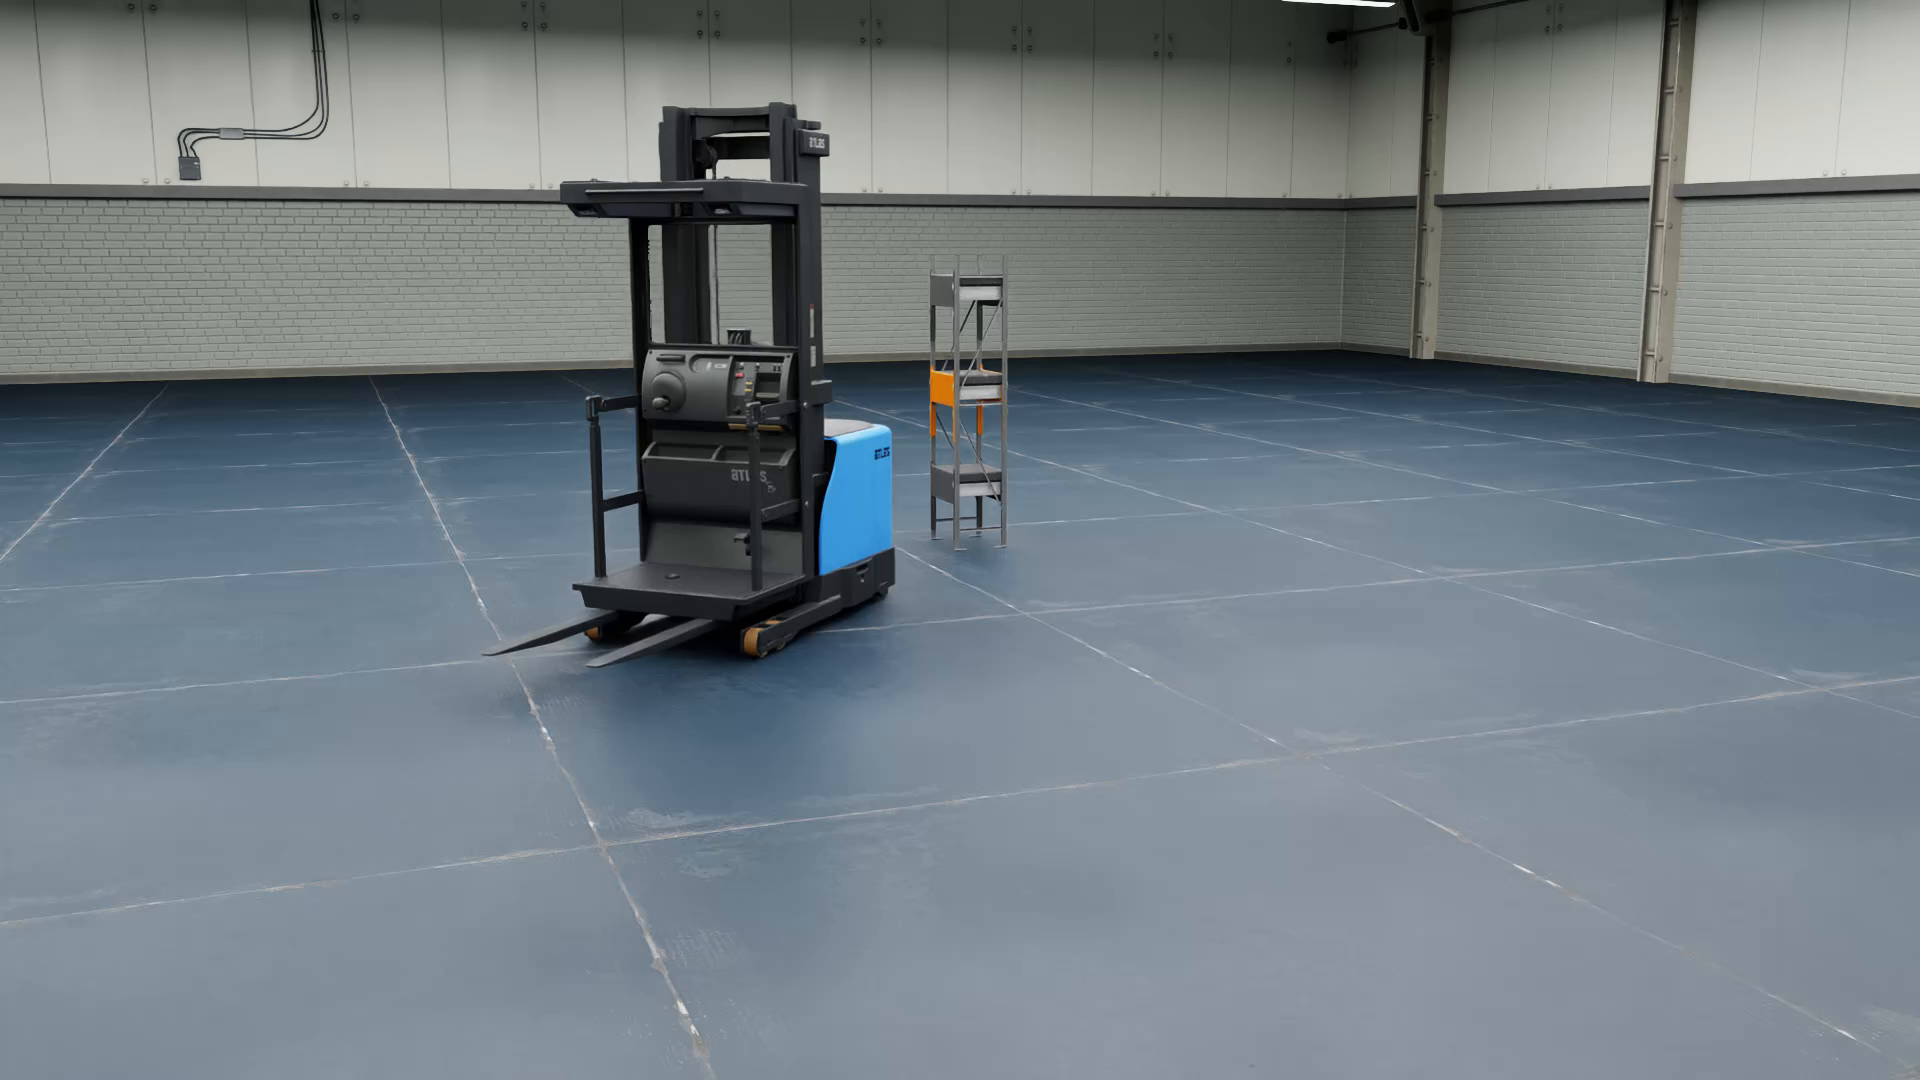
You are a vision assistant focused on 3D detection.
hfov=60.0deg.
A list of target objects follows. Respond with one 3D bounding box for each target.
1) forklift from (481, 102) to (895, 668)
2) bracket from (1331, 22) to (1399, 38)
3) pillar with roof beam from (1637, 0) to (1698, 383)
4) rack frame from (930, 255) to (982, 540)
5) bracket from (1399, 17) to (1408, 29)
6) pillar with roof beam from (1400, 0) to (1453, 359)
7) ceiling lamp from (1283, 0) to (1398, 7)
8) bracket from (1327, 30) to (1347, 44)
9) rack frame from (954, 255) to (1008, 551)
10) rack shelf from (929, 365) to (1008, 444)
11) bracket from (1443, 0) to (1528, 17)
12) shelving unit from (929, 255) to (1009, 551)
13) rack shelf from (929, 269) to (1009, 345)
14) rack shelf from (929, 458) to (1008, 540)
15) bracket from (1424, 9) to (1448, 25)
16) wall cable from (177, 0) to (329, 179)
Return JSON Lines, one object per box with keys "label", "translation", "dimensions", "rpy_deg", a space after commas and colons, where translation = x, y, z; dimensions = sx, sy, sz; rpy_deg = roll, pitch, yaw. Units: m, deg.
{"label": "forklift", "translation": [-1.438, -0.896, 9.088], "dimensions": [1.130, 2.935, 3.031], "rpy_deg": [4, 11, 22]}
{"label": "bracket", "translation": [7.832, -10.060, 33.003], "dimensions": [0.076, 0.066, 3.189], "rpy_deg": [-4, 11, -21]}
{"label": "pillar with roof beam", "translation": [7.120, -6.700, 24.390], "dimensions": [9.100, 9.000, 0.400], "rpy_deg": [-4, 11, -21]}
{"label": "rack frame", "translation": [-0.028, -1.047, 12.308], "dimensions": [0.400, 2.100, 0.015], "rpy_deg": [-4, 11, -21]}
{"label": "bracket", "translation": [8.477, -9.770, 31.371], "dimensions": [0.235, 0.232, 0.430], "rpy_deg": [-4, 11, -21]}
{"label": "pillar with roof beam", "translation": [4.946, -7.679, 29.896], "dimensions": [9.100, 9.000, 0.548], "rpy_deg": [-4, 11, -21]}
{"label": "ceiling lamp", "translation": [5.735, -9.881, 25.605], "dimensions": [2.000, 3.185, 0.800], "rpy_deg": [-4, 11, -21]}
{"label": "bracket", "translation": [7.618, -10.157, 33.545], "dimensions": [0.235, 0.232, 0.430], "rpy_deg": [-4, 11, -21]}
{"label": "rack frame", "translation": [0.148, -0.967, 11.860], "dimensions": [0.400, 2.100, 0.015], "rpy_deg": [-4, 11, -21]}
{"label": "rack shelf", "translation": [0.060, -0.993, 12.087], "dimensions": [0.431, 0.518, 0.480], "rpy_deg": [-4, 11, -21]}
{"label": "bracket", "translation": [9.711, -9.214, 28.245], "dimensions": [0.076, 0.066, 4.783], "rpy_deg": [-4, 11, -21]}
{"label": "shelving unit", "translation": [0.060, -1.007, 12.084], "dimensions": [0.431, 2.100, 0.503], "rpy_deg": [-4, 11, -21]}
{"label": "rack shelf", "translation": [0.060, -1.683, 11.964], "dimensions": [0.431, 0.518, 0.480], "rpy_deg": [-4, 11, -21]}
{"label": "rack shelf", "translation": [0.060, -0.304, 12.209], "dimensions": [0.431, 0.518, 0.480], "rpy_deg": [-4, 11, -21]}
{"label": "bracket", "translation": [8.778, -9.634, 30.609], "dimensions": [0.235, 0.232, 0.430], "rpy_deg": [-4, 11, -21]}
{"label": "wall cable", "translation": [-11.382, -8.792, 26.443], "dimensions": [2.305, 6.003, 0.169], "rpy_deg": [-4, 11, -21]}
